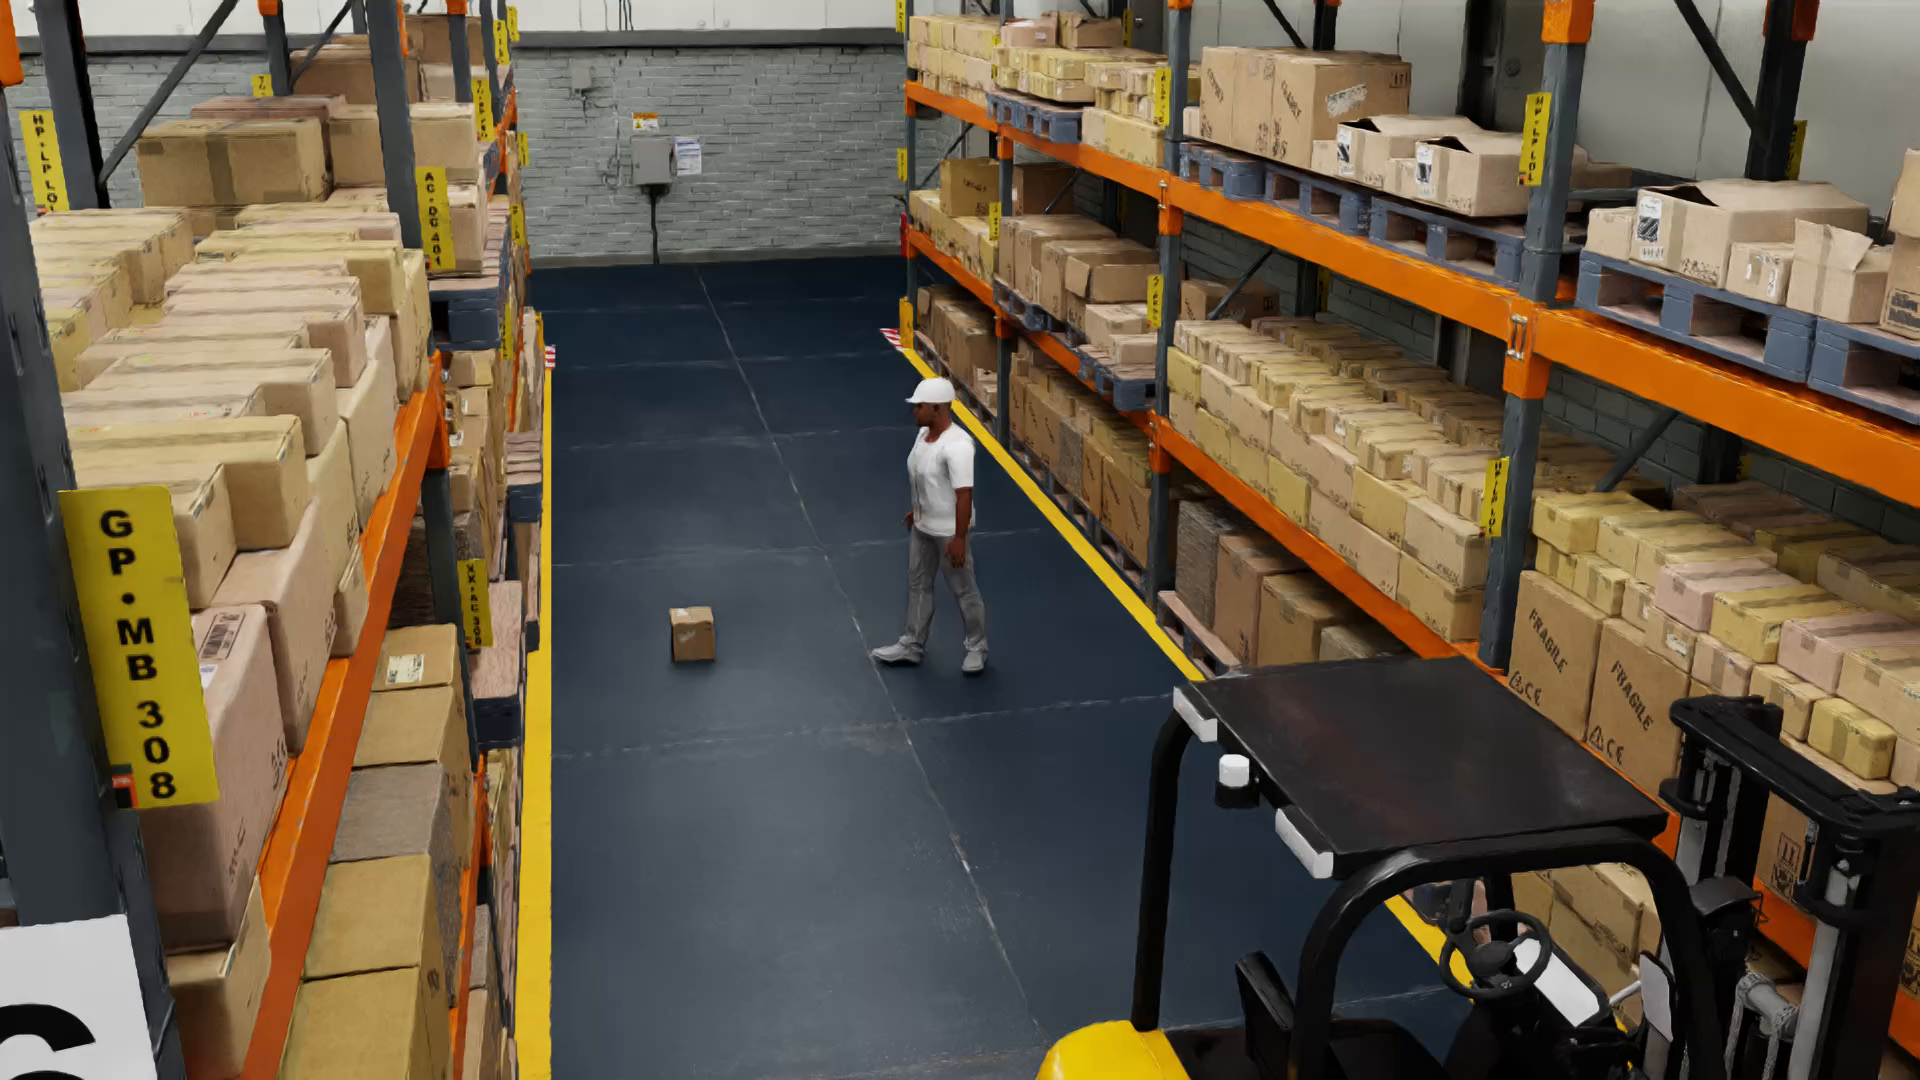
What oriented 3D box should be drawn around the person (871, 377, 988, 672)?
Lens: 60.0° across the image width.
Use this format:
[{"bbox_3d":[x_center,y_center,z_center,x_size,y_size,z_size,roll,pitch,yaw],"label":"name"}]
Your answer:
[{"bbox_3d":[-0.175,-0.090,9.766,0.632,1.766,0.709,-11,22,-28],"label":"person"}]
